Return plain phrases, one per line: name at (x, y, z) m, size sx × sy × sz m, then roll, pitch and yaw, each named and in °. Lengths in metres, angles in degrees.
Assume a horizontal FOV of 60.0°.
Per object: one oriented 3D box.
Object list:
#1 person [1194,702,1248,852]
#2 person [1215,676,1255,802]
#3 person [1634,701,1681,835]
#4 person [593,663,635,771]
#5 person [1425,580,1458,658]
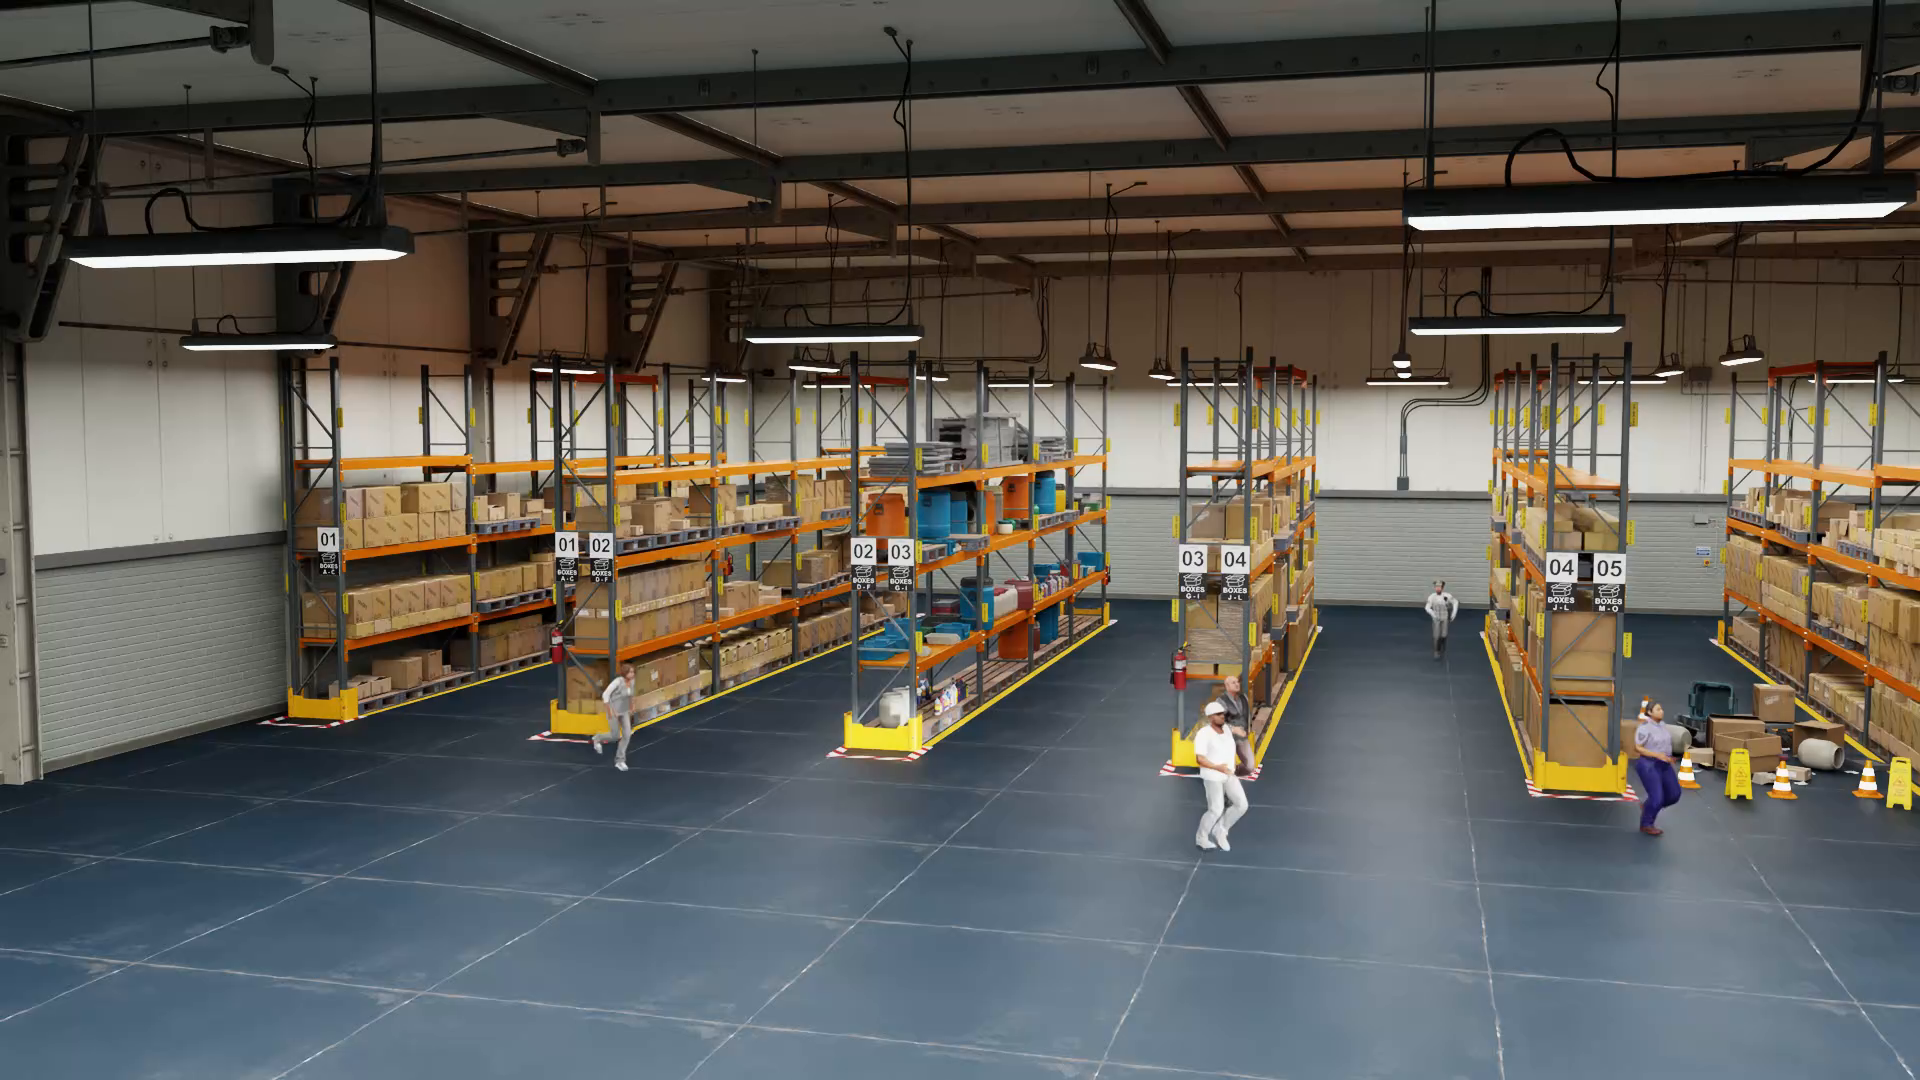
person at (3.001, 2.730, 19.166) m, size 0.712 × 1.737 × 0.653 m, roll -3°, pitch 5°, yaw -39°
person at (3.562, 2.584, 21.517) m, size 0.680 × 1.677 × 0.697 m, roll -2°, pitch 5°, yaw -27°
person at (8.367, 2.735, 19.978) m, size 0.569 × 1.599 × 0.561 m, roll -3°, pitch 5°, yaw -32°
person at (-4.953, 2.512, 23.837) m, size 0.818 × 1.547 × 0.539 m, roll 3°, pitch 5°, yaw 32°
person at (9.966, 1.648, 34.450) m, size 0.639 × 1.653 × 0.671 m, roll 1°, pitch 4°, yaw 19°
